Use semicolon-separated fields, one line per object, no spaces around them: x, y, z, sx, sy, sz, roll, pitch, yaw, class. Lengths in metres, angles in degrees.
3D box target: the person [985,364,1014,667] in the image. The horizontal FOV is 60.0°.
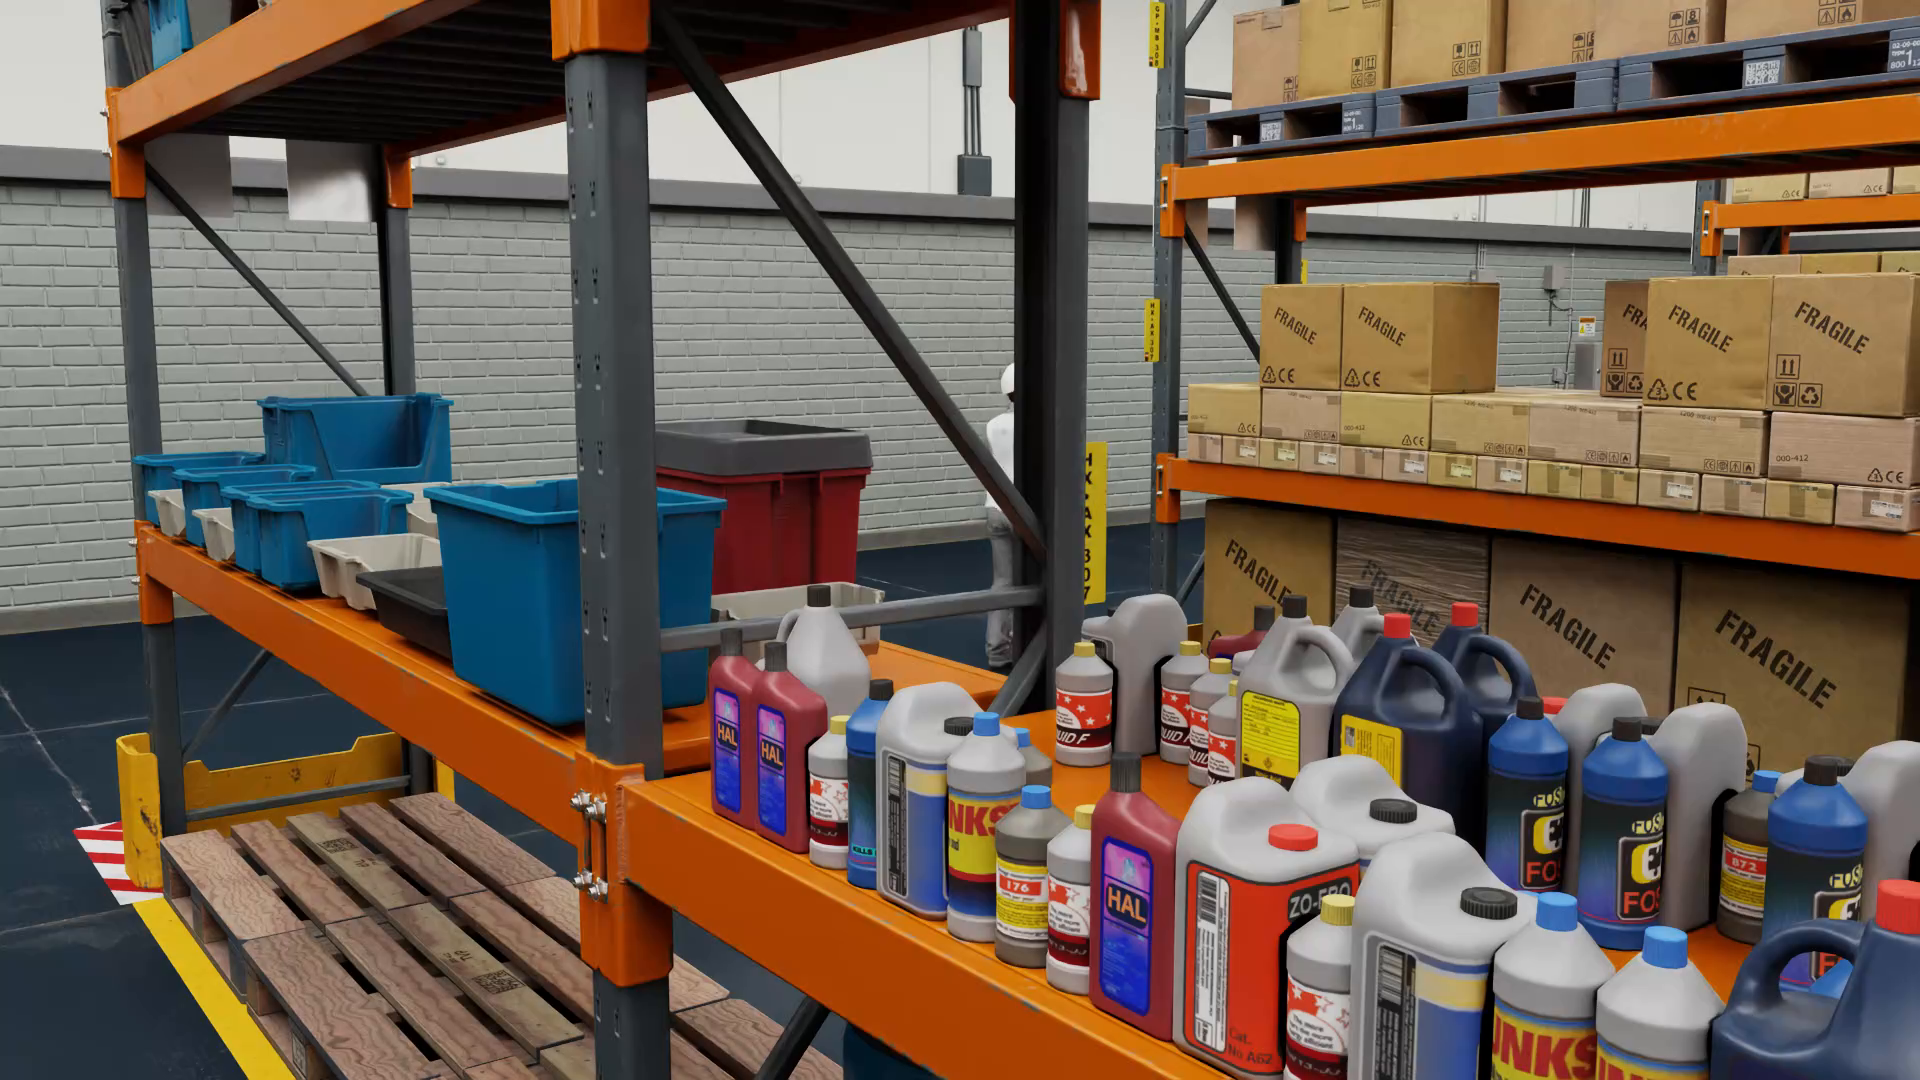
0.364;-0.150;9.673;0.493;1.762;0.550;-7;11;-43;person
